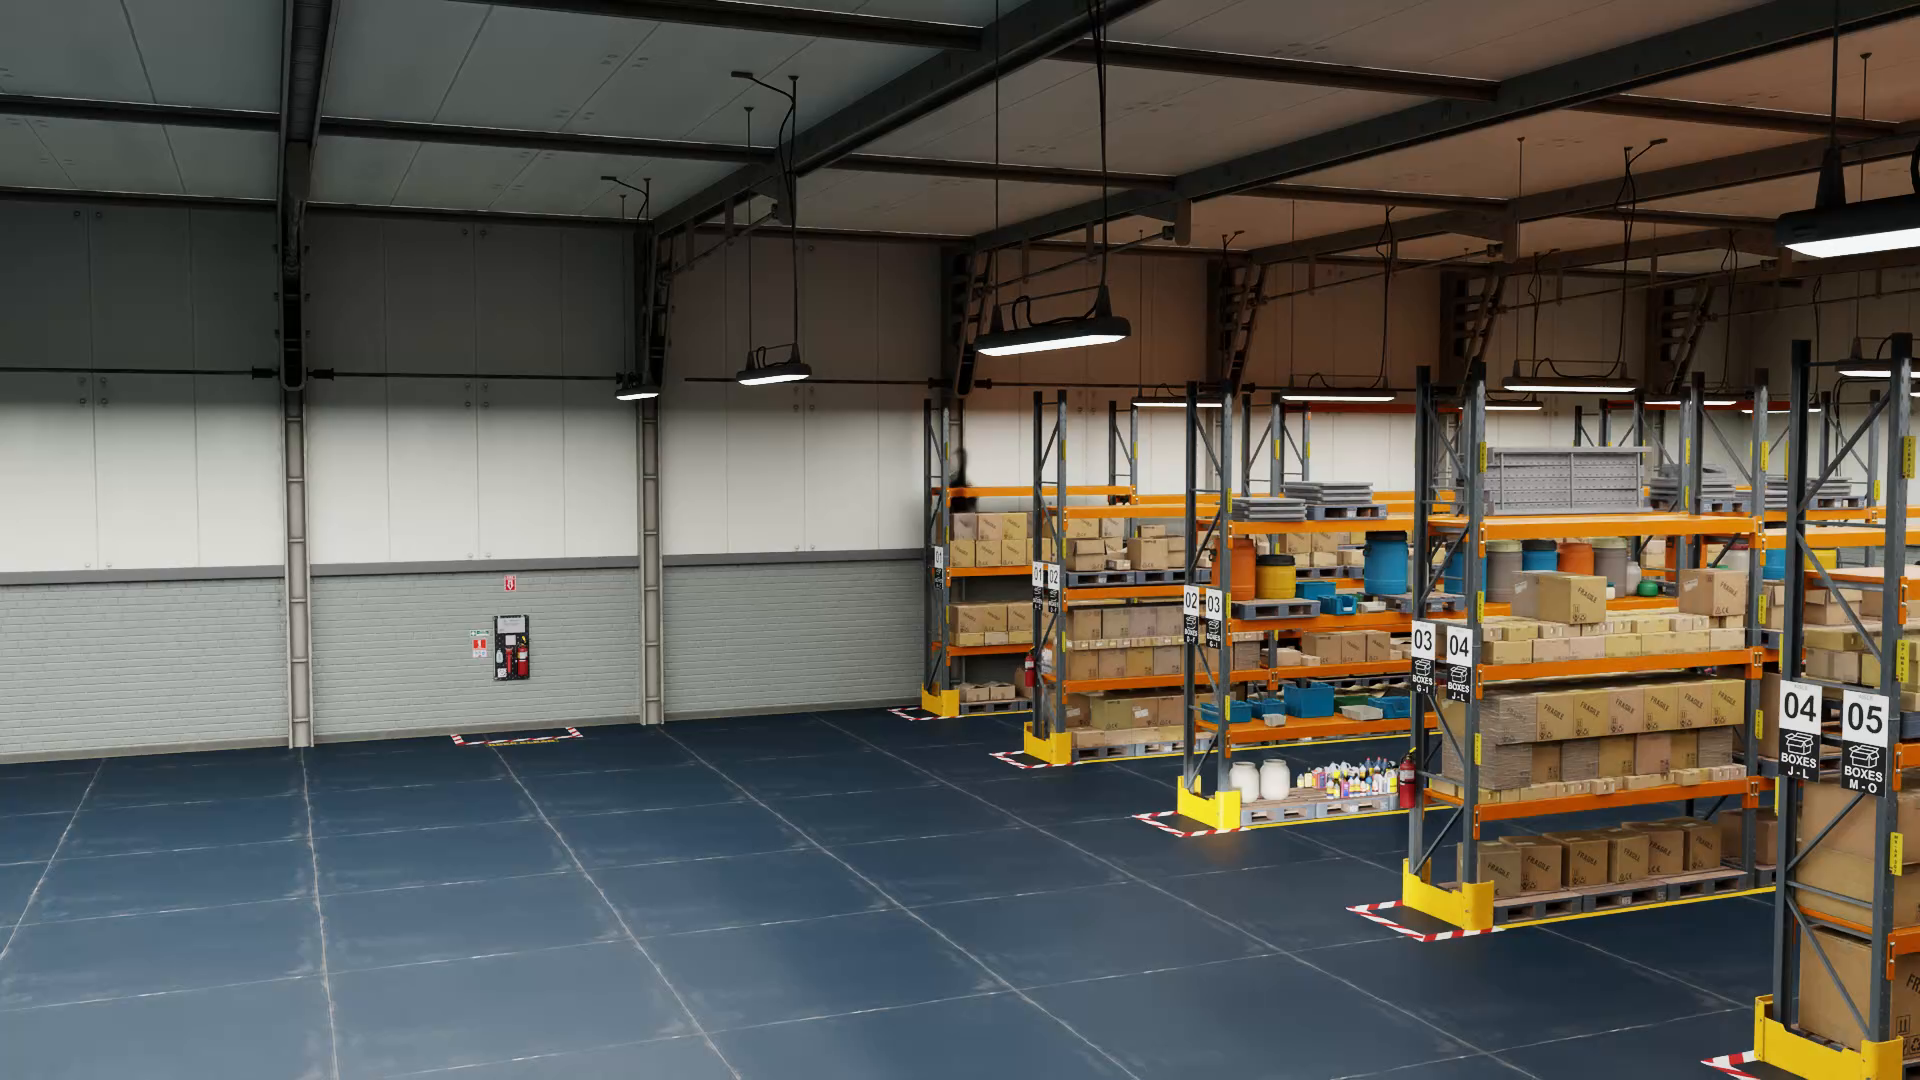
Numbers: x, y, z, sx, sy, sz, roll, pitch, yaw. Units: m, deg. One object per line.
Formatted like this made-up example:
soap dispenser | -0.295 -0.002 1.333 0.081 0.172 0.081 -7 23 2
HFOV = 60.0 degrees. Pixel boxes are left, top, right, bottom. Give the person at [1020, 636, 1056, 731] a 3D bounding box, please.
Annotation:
person | 1.416 2.566 29.249 0.869 1.844 0.647 -3 4 -39
